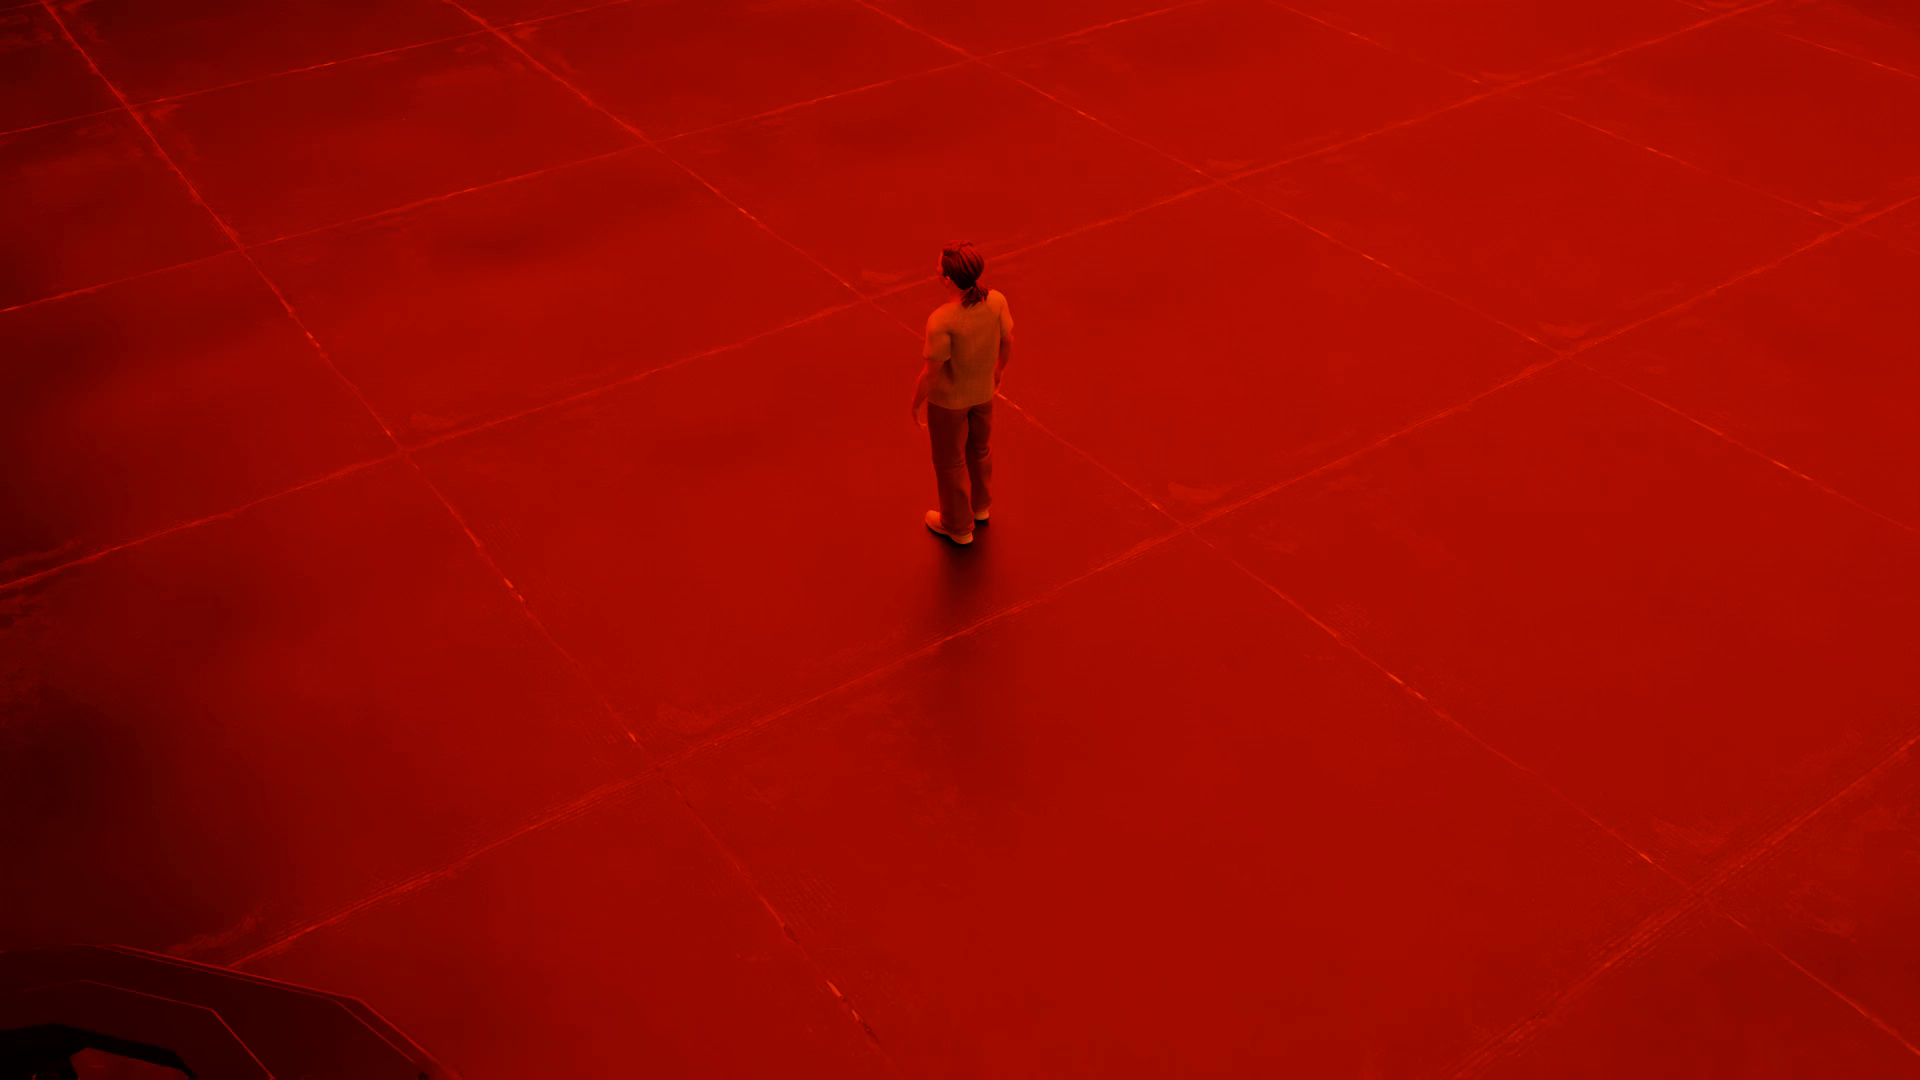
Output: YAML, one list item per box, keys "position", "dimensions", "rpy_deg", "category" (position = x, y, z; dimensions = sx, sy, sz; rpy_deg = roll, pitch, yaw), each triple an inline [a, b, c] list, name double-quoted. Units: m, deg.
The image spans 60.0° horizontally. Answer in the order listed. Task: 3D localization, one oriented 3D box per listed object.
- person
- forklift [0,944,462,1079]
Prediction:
- position: [-0.033, -0.719, 7.961]
  dimensions: [0.553, 1.675, 0.549]
  rpy_deg: [-23, 42, -28]
  category: "person"
- position: [-1.402, 2.252, 2.899]
  dimensions: [1.130, 2.935, 3.031]
  rpy_deg: [9, 37, 11]
  category: "forklift"
